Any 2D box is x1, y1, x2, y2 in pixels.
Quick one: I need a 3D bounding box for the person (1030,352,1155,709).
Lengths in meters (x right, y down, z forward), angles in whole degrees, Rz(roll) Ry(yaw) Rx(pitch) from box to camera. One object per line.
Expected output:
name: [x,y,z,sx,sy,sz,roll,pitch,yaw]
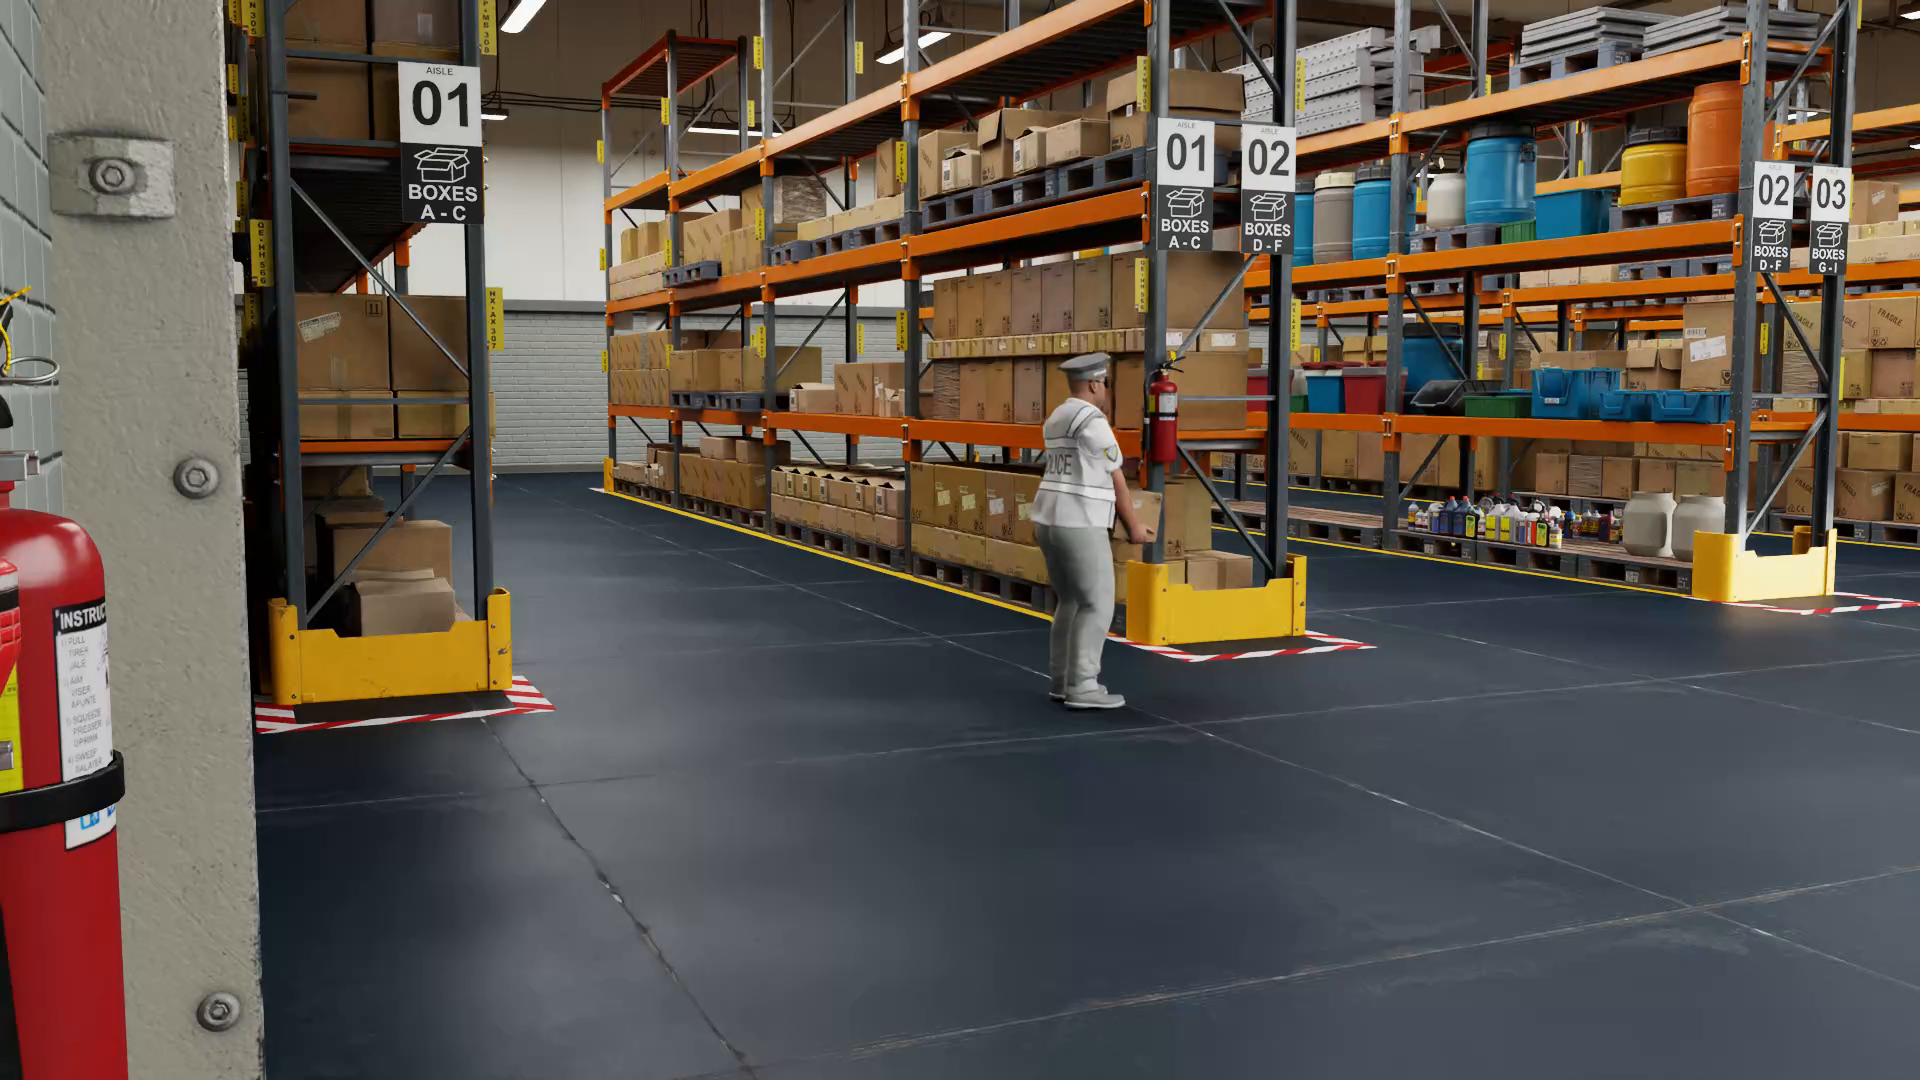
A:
person: [0.647,-0.056,8.312,0.583,1.761,0.488,-2,6,-25]
